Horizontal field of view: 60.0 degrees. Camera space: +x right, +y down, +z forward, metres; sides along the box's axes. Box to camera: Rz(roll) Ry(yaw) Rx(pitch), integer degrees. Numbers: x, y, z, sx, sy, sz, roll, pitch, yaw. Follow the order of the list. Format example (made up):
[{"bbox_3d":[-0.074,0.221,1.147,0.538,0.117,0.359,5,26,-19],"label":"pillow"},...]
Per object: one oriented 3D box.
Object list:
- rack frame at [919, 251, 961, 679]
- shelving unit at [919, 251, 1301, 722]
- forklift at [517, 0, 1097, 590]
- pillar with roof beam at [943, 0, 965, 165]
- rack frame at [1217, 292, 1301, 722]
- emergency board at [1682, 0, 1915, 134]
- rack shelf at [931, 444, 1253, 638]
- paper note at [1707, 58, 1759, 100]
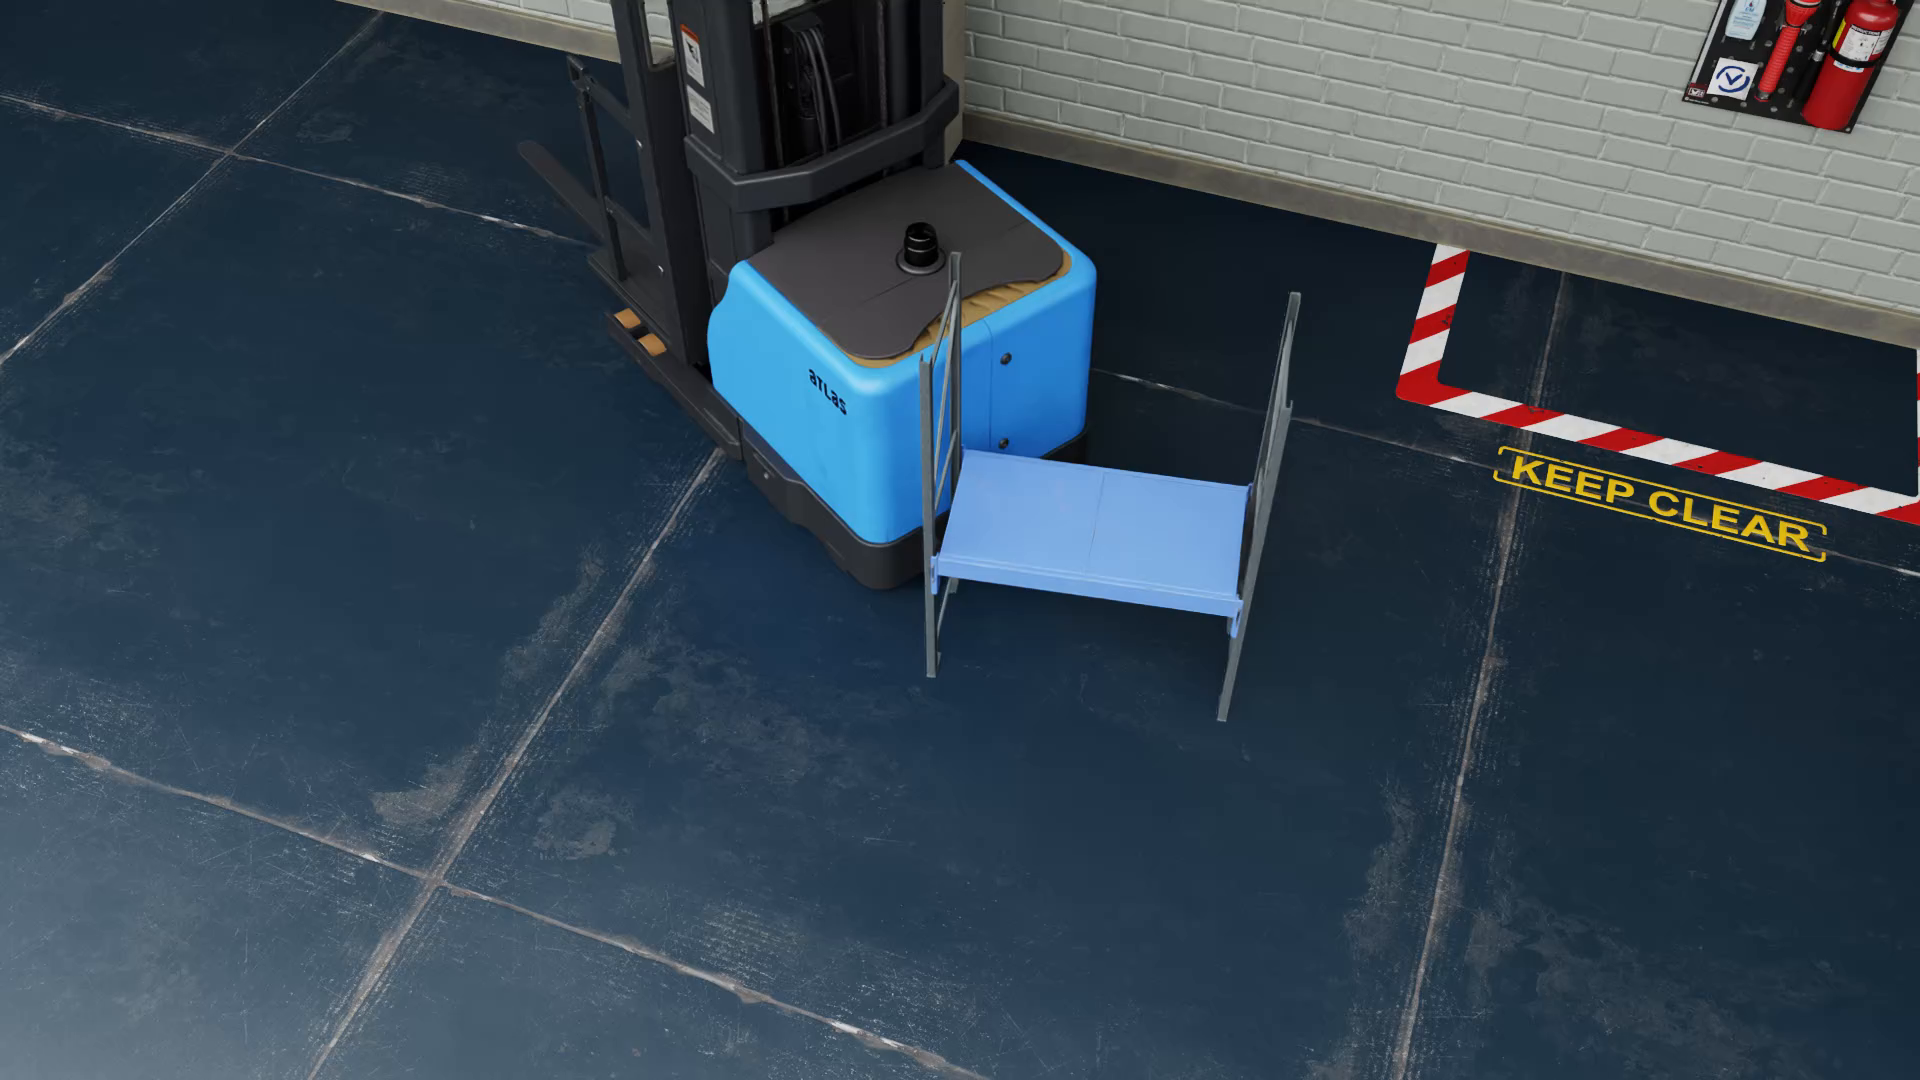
[{"bbox_3d":[-0.056,-0.193,5.425,0.032,1.500,0.500,8,50,7],"label":"rack frame"},{"bbox_3d":[0.444,-0.123,5.364,1.048,1.500,0.538,8,50,7],"label":"shelving unit"},{"bbox_3d":[-0.813,-1.848,5.912,1.130,2.935,3.031,-30,56,-24],"label":"forklift"},{"bbox_3d":[-1.708,-1.772,1.831,0.400,9.000,9.100,16,51,13],"label":"pillar with roof beam"},{"bbox_3d":[0.944,-0.053,5.304,0.032,1.500,0.500,8,50,7],"label":"rack frame"},{"bbox_3d":[3.107,-1.962,5.965,0.643,1.169,0.194,16,51,13],"label":"emergency board"},{"bbox_3d":[0.444,-0.005,5.500,1.000,0.185,0.538,8,50,7],"label":"rack shelf"},{"bbox_3d":[2.965,-1.769,6.381,0.142,0.148,0.016,16,51,13],"label":"paper note"}]
